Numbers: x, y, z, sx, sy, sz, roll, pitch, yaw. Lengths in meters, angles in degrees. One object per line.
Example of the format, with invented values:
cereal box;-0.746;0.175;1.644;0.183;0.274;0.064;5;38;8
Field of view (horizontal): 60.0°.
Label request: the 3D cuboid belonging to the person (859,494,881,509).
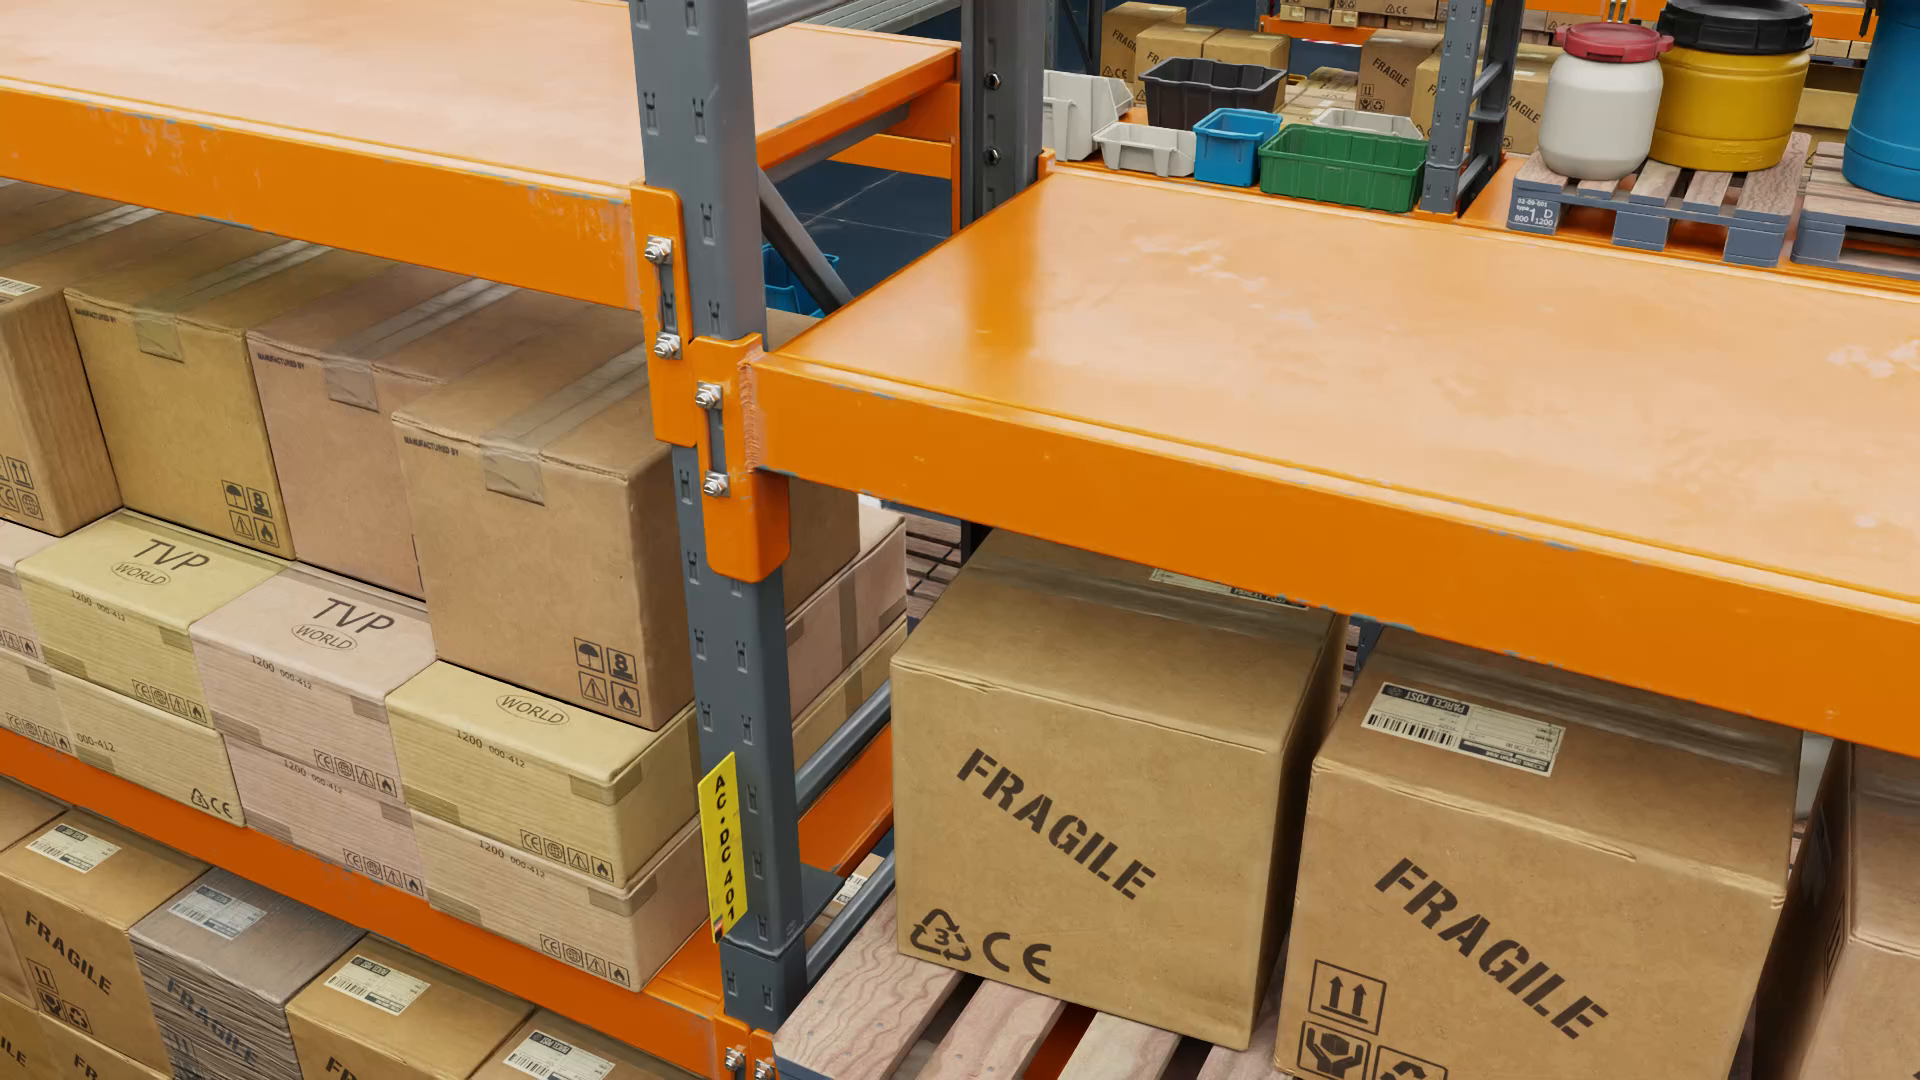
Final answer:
person;-0.582;0.212;7.910;0.670;1.759;0.626;-21;36;-32
